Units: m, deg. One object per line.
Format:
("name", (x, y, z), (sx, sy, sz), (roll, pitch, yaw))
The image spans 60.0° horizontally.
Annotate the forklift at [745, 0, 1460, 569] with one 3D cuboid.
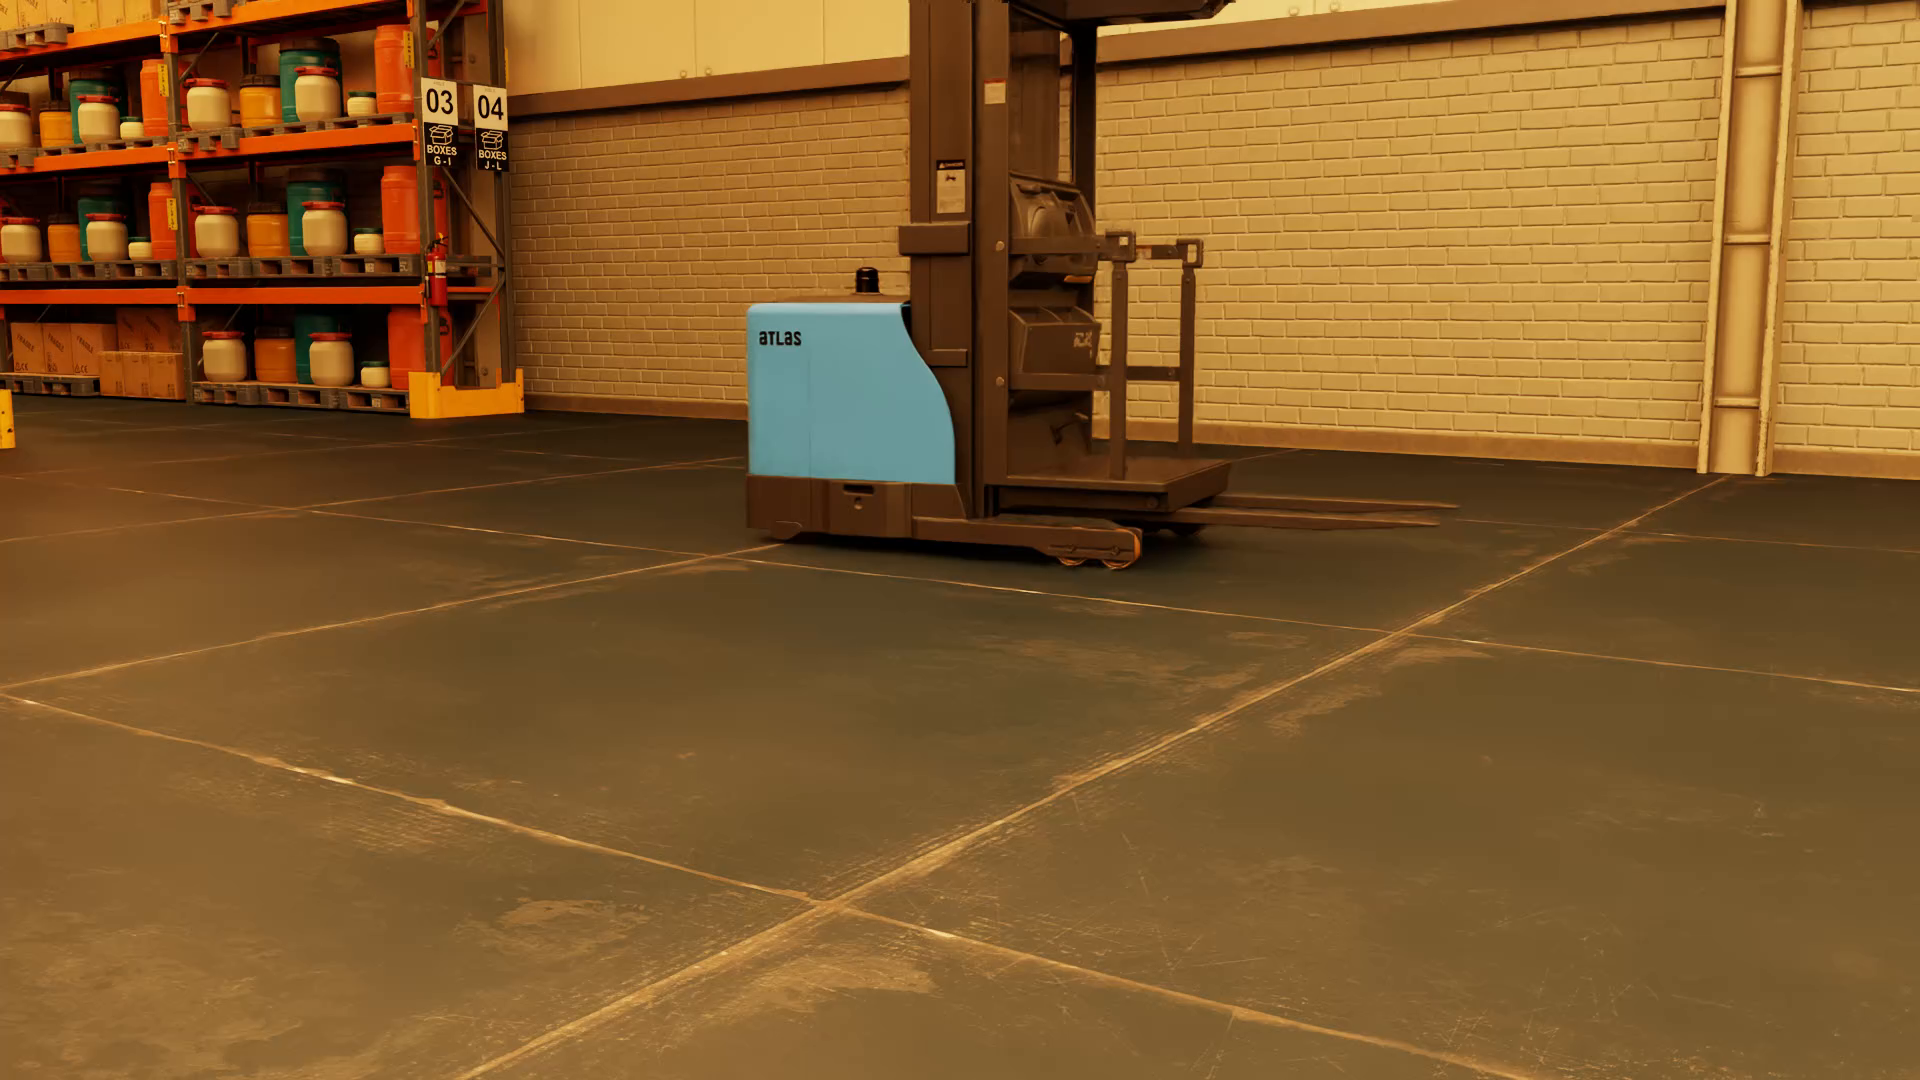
("forklift", (0.594, -1.417, 7.157), (3.031, 2.935, 1.130), (4, 9, 23))
